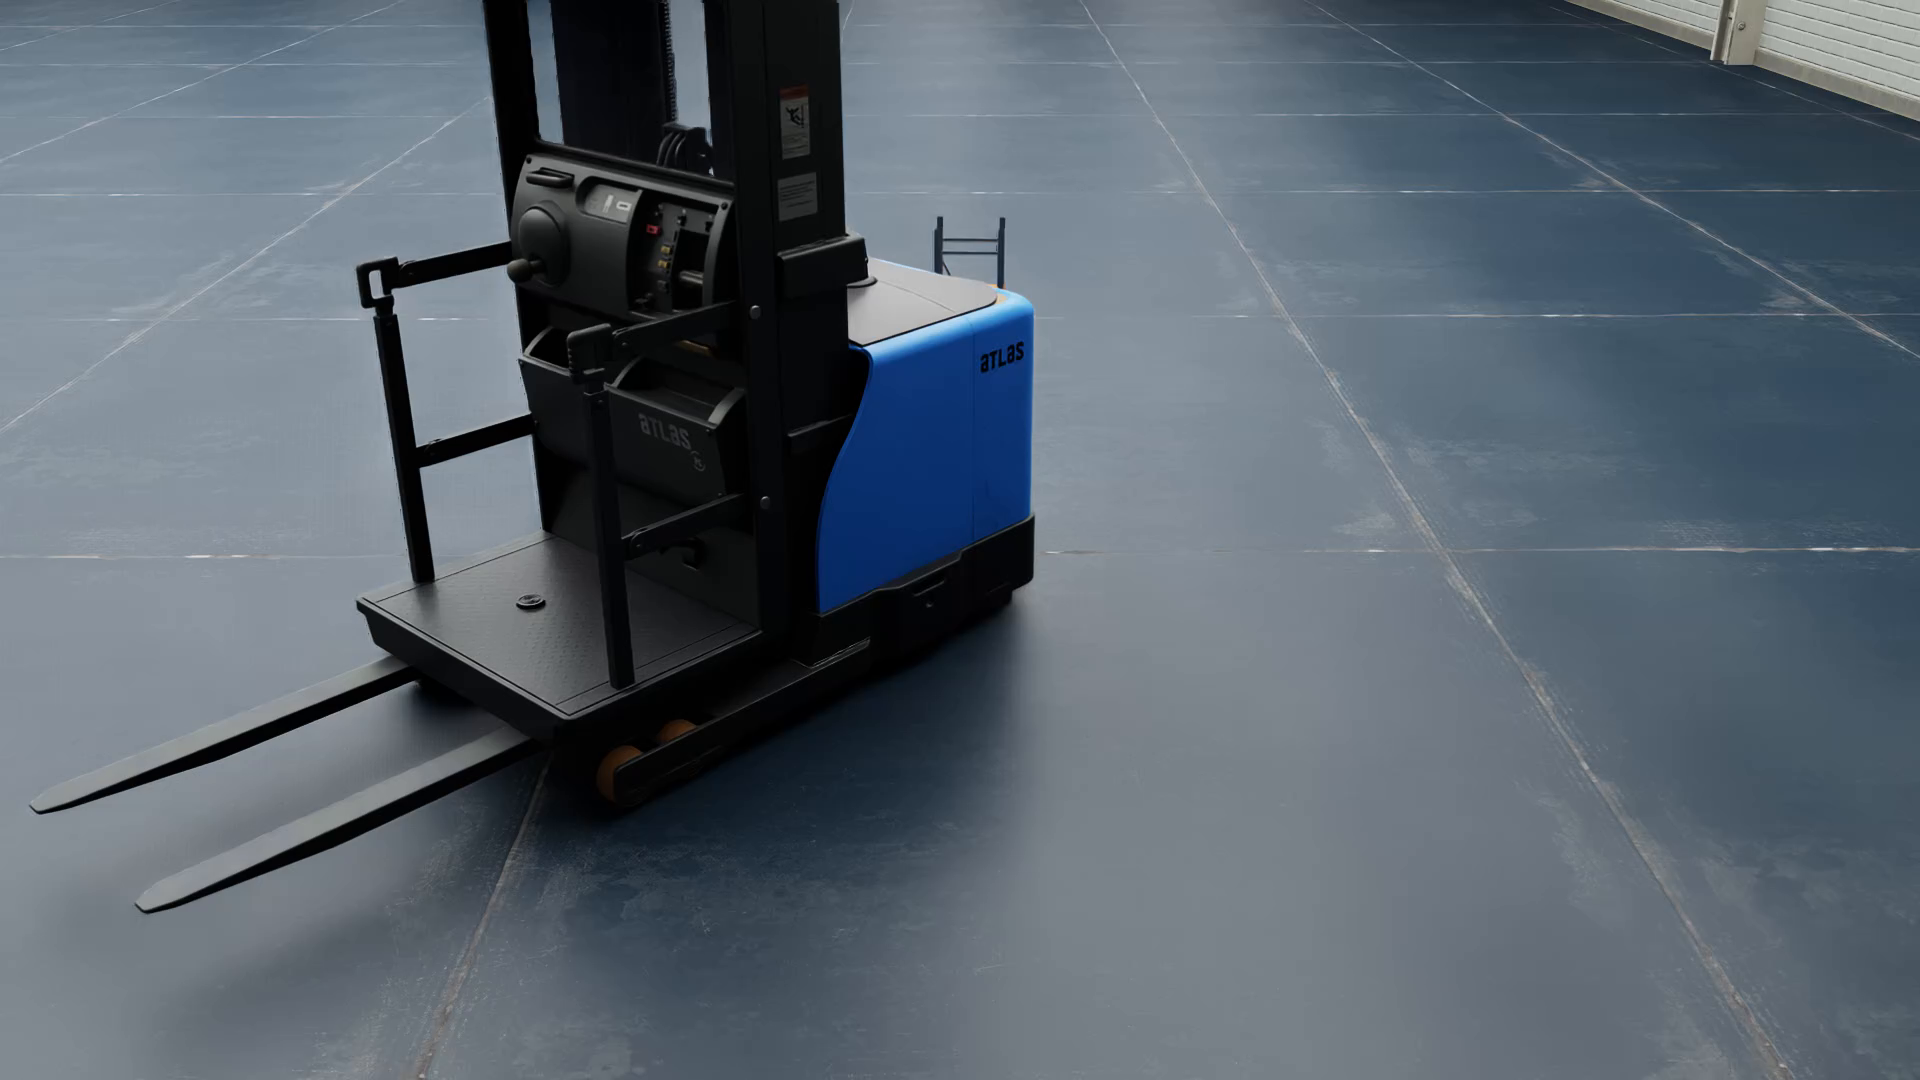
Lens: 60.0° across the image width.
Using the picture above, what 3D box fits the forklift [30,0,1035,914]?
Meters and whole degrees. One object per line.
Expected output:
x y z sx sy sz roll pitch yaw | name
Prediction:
-1.104 -0.832 4.532 1.130 2.935 3.031 20 31 38 | forklift

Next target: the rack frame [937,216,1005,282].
0.040 -0.590 6.098 0.240 1.200 0.006 1 24 3 | rack frame

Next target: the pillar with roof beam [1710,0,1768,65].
3.669 -9.015 15.262 9.100 9.000 0.400 0 24 -1 | pillar with roof beam

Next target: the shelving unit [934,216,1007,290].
0.035 -0.552 6.015 0.258 1.200 0.189 1 24 3 | shelving unit

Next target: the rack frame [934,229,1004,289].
0.031 -0.514 5.932 0.240 1.200 0.006 1 24 3 | rack frame

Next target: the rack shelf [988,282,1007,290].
0.035 -0.840 5.885 0.258 0.103 0.180 1 24 3 | rack shelf
